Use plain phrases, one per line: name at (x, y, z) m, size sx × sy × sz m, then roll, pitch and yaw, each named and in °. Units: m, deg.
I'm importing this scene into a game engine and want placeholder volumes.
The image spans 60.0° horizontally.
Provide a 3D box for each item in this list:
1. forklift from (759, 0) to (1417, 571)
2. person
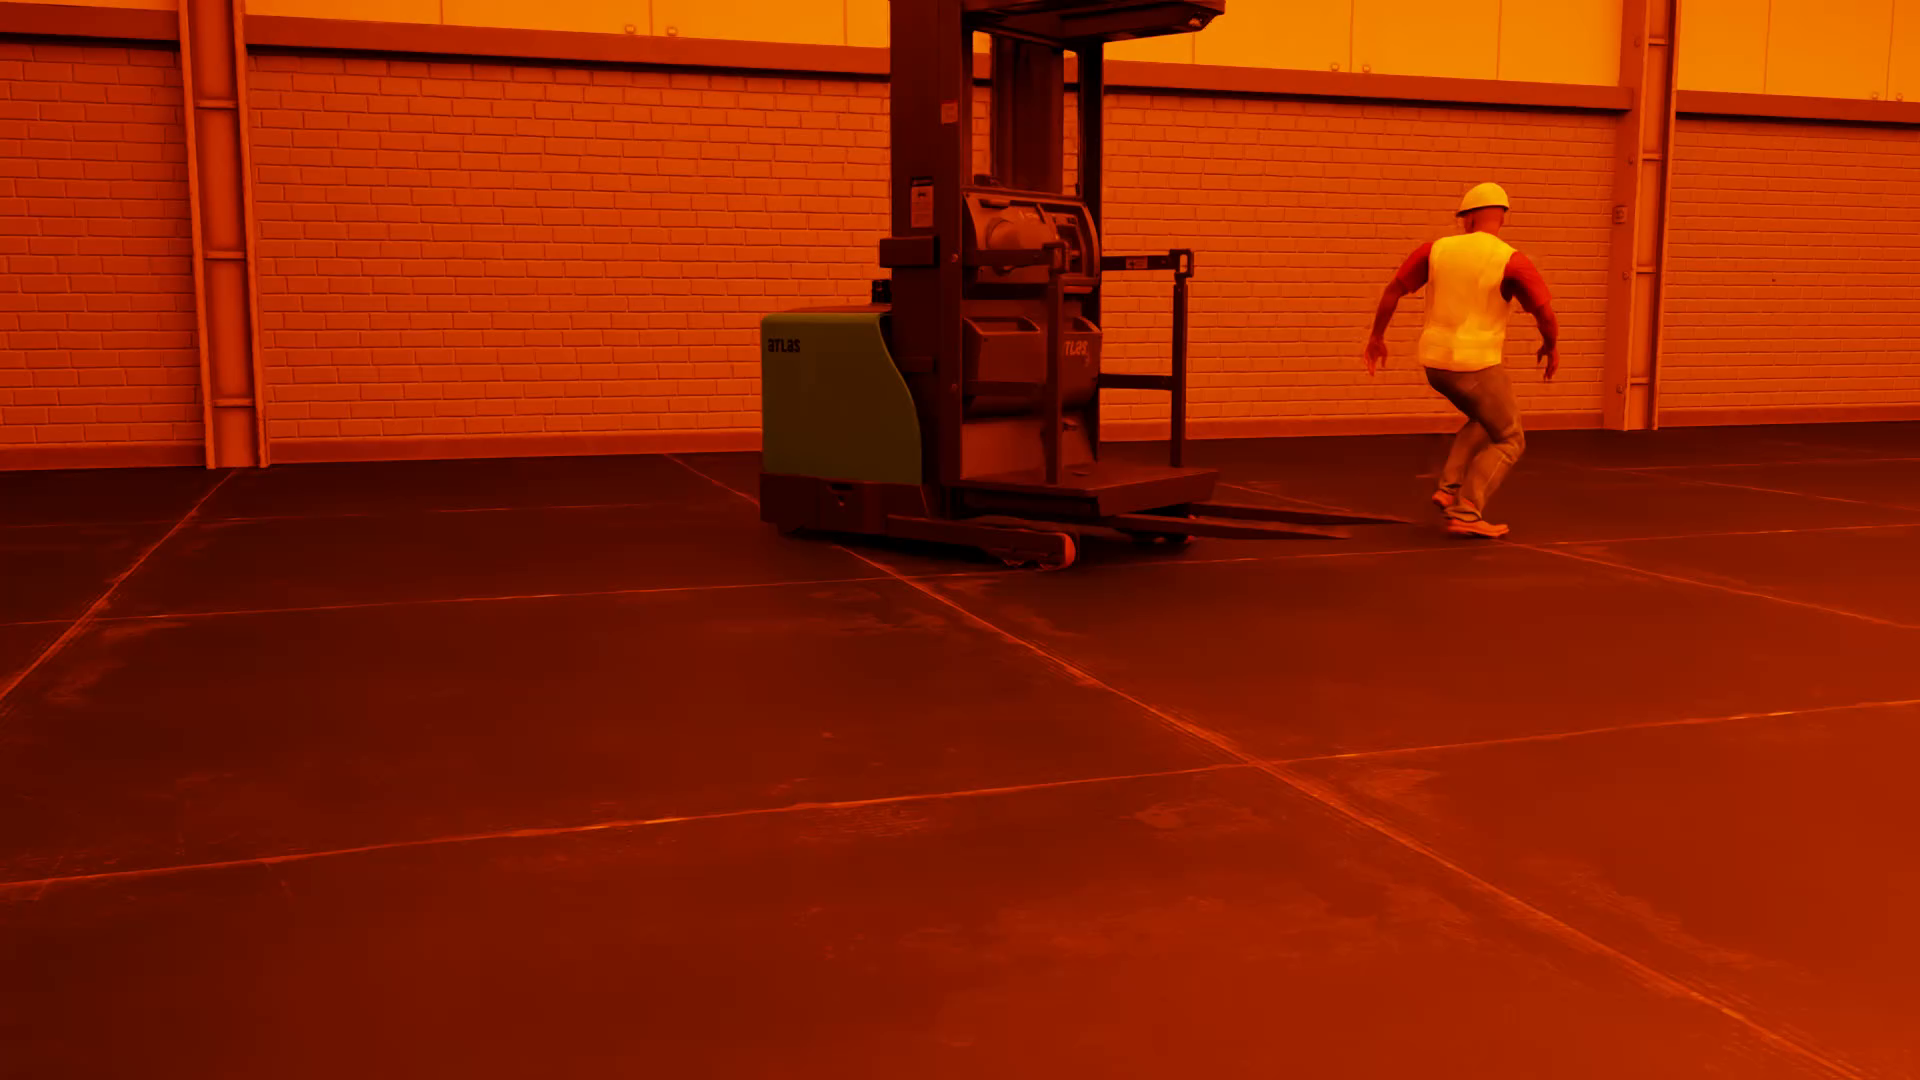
forklift at (0.493, -1.402, 7.356) m, size 3.031 × 2.935 × 1.130 m, roll 6°, pitch 10°, yaw 38°
person at (2.466, -0.852, 8.022) m, size 0.753 × 1.712 × 0.753 m, roll -4°, pitch 9°, yaw -26°
